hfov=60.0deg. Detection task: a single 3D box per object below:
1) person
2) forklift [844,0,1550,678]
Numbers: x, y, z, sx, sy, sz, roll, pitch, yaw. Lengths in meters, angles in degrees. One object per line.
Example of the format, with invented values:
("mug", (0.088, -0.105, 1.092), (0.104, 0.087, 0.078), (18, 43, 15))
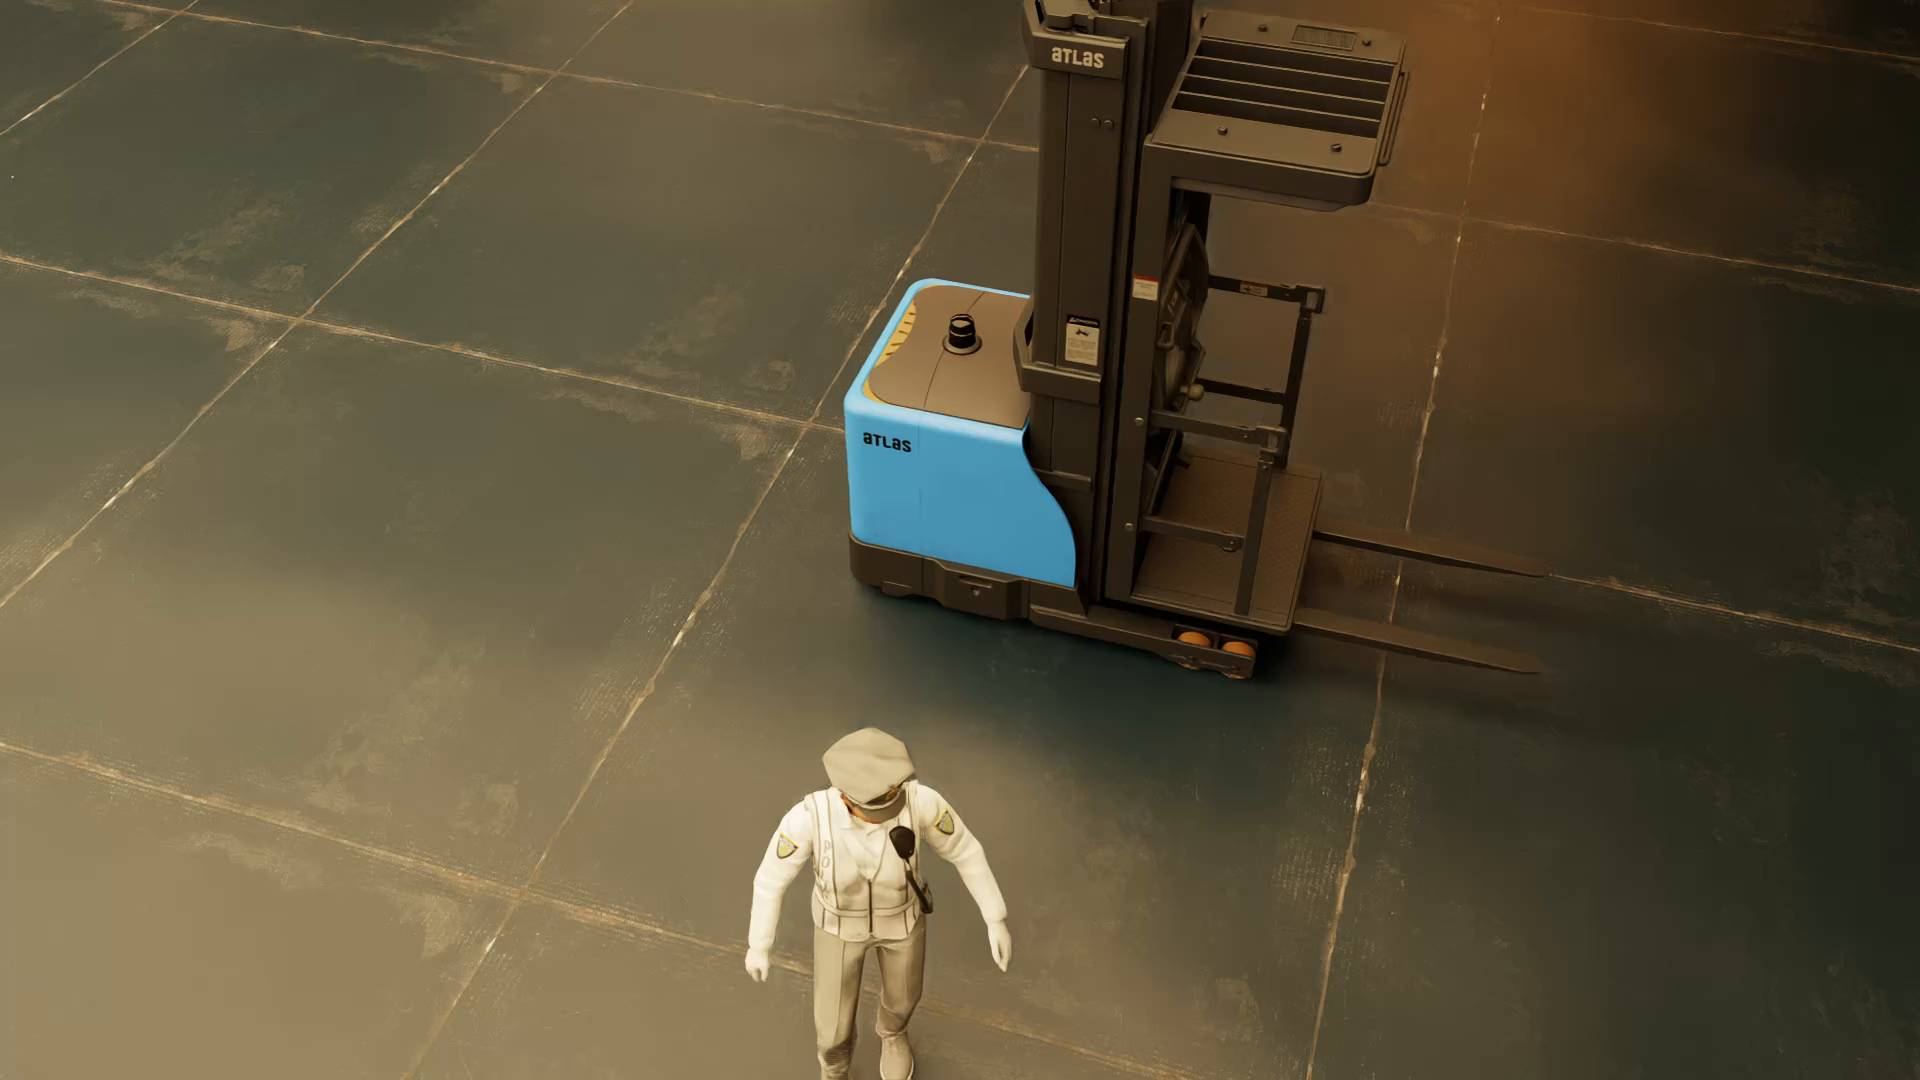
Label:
("person", (-0.266, 1.270, 5.310), (0.837, 1.675, 0.442), (-3, 43, -4))
("forklift", (1.075, -0.880, 6.635), (3.031, 2.935, 1.130), (12, 44, 13))
